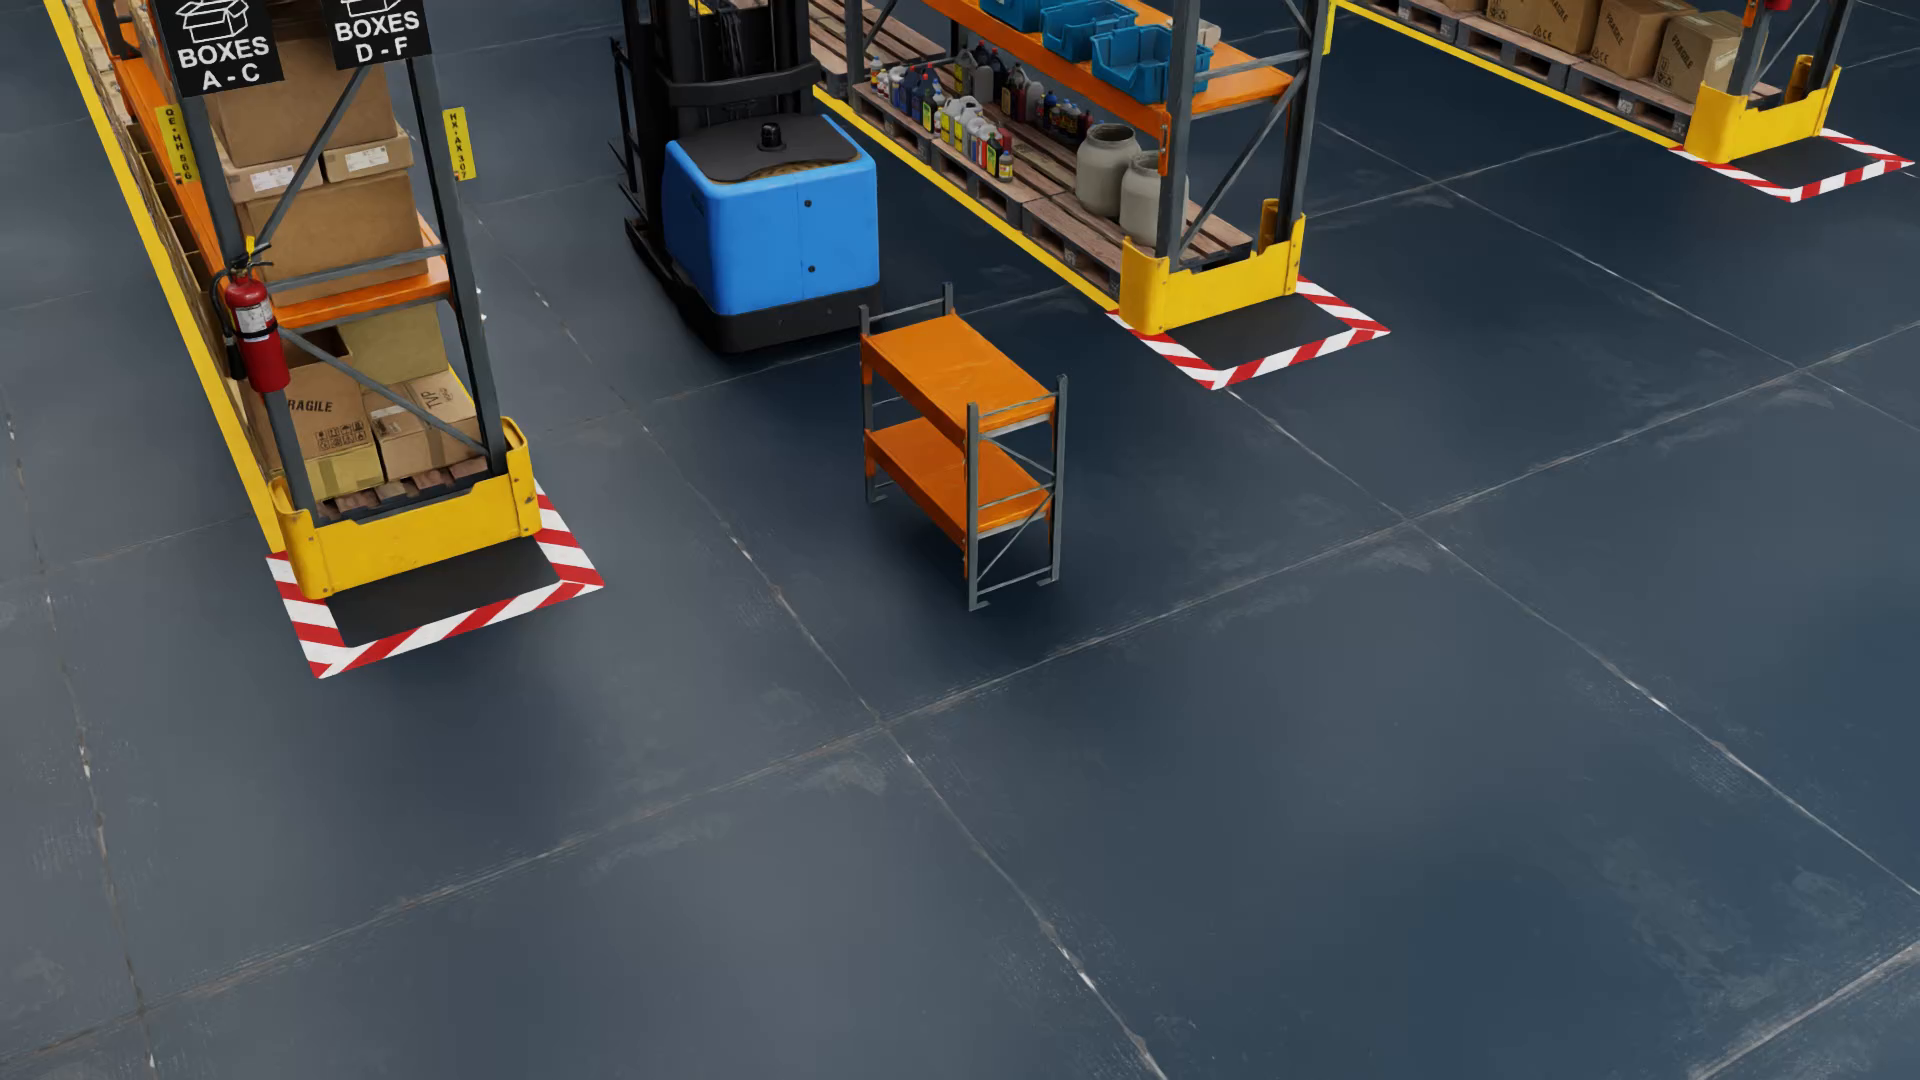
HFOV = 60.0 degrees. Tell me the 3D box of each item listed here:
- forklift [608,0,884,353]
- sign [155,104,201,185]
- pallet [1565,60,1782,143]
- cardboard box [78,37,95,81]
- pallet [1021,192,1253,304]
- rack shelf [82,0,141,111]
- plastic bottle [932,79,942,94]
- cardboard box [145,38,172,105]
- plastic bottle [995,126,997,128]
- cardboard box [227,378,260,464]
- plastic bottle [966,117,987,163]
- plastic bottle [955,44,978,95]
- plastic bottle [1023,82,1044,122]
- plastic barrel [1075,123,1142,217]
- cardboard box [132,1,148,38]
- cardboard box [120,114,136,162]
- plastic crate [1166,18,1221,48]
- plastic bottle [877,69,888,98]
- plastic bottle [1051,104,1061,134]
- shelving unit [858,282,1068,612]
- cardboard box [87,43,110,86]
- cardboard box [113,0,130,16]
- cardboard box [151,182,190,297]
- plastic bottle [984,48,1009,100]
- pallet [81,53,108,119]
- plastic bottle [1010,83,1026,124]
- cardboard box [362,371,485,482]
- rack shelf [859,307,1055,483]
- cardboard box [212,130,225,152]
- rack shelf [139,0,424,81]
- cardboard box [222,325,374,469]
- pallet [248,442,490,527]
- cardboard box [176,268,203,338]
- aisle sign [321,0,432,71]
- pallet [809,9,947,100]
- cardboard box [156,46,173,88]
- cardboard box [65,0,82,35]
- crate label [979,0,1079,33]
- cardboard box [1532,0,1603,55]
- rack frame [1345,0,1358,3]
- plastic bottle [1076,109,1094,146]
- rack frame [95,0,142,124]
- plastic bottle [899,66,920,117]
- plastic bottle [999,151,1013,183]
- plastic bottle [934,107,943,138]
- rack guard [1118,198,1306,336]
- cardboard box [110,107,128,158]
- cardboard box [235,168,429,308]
[{"bbox_3d":[-1.541,-3.122,10.040,1.130,2.935,3.031,-15,39,-20],"label":"forklift"},{"bbox_3d":[-3.151,-1.596,6.710,0.100,0.325,0.005,-19,40,-24],"label":"sign"},{"bbox_3d":[5.476,-3.458,12.805,1.003,0.211,1.213,-19,40,-24],"label":"pallet"},{"bbox_3d":[-6.432,-3.715,12.769,0.500,0.250,0.500,-20,41,-25],"label":"cardboard box"},{"bbox_3d":[1.127,-1.967,10.764,1.003,0.211,1.213,-19,40,-24],"label":"pallet"},{"bbox_3d":[-5.690,-3.956,11.733,1.077,0.370,4.000,-19,40,-24],"label":"rack shelf"},{"bbox_3d":[-0.176,-3.196,12.022,0.097,0.271,0.097,0,36,0],"label":"plastic bottle"},{"bbox_3d":[-4.186,-2.775,9.422,0.700,0.500,0.500,-19,40,-24],"label":"cardboard box"},{"bbox_3d":[0.234,-2.761,11.486,0.097,0.201,0.097,0,36,0],"label":"plastic bottle"},{"bbox_3d":[-3.462,-0.683,8.618,0.500,0.250,0.500,-19,40,-24],"label":"cardboard box"},{"bbox_3d":[0.135,-2.744,11.401,0.152,0.276,0.135,-20,41,-25],"label":"plastic bottle"},{"bbox_3d":[0.048,-3.515,12.392,0.144,0.351,0.185,-19,40,-24],"label":"plastic bottle"},{"bbox_3d":[0.510,-3.181,11.998,0.152,0.276,0.135,-18,40,-23],"label":"plastic bottle"},{"bbox_3d":[0.961,-2.386,10.727,0.421,0.512,0.421,0,36,0],"label":"plastic barrel"},{"bbox_3d":[-4.203,-2.814,8.925,0.380,0.149,0.250,-20,41,-25],"label":"cardboard box"},{"bbox_3d":[-5.136,-2.634,10.813,0.500,0.311,0.500,-19,40,-24],"label":"cardboard box"},{"bbox_3d":[1.438,-3.098,10.172,0.298,0.136,0.250,-19,40,-24],"label":"plastic crate"},{"bbox_3d":[-0.568,-3.396,12.356,0.097,0.201,0.097,0,36,0],"label":"plastic bottle"},{"bbox_3d":[0.696,-2.993,11.805,0.097,0.201,0.097,0,36,0],"label":"plastic bottle"},{"bbox_3d":[-0.003,-0.458,7.923,0.538,1.125,1.048,-19,40,-24],"label":"shelving unit"},{"bbox_3d":[-5.901,-3.410,11.875,0.500,0.311,0.500,-19,40,-24],"label":"cardboard box"},{"bbox_3d":[-5.285,-3.566,10.704,0.396,0.266,0.258,-20,41,-25],"label":"cardboard box"},{"bbox_3d":[-4.220,-1.749,9.441,0.500,0.500,0.500,-19,40,-24],"label":"cardboard box"},{"bbox_3d":[0.269,-3.460,12.316,0.144,0.351,0.185,-21,41,-26],"label":"plastic bottle"},{"bbox_3d":[-6.315,-3.709,13.149,1.003,0.211,1.213,-19,40,-24],"label":"pallet"},{"bbox_3d":[0.418,-3.152,11.952,0.061,0.283,0.133,-19,40,-24],"label":"plastic bottle"},{"bbox_3d":[-2.752,-0.585,8.483,0.500,0.250,0.500,-19,40,-24],"label":"cardboard box"},{"bbox_3d":[-0.003,-0.694,7.750,0.538,0.278,1.000,-19,40,-24],"label":"rack shelf"},{"bbox_3d":[-3.165,-1.761,7.482,0.380,0.149,0.250,-18,40,-23],"label":"cardboard box"},{"bbox_3d":[-3.680,-3.127,8.056,1.077,0.370,4.000,-19,40,-24],"label":"rack shelf"},{"bbox_3d":[-3.202,-0.734,8.051,0.500,0.500,0.500,-19,40,-24],"label":"cardboard box"},{"bbox_3d":[-3.096,-0.438,8.671,1.003,0.211,1.213,-19,40,-24],"label":"pallet"},{"bbox_3d":[-4.220,-1.446,9.662,0.500,0.250,0.500,-19,40,-24],"label":"cardboard box"},{"bbox_3d":[-2.377,-2.294,6.643,0.394,0.787,0.004,-19,40,-24],"label":"aisle sign"},{"bbox_3d":[-0.828,-3.955,13.487,1.003,0.211,1.213,-19,40,-24],"label":"pallet"},{"bbox_3d":[-3.813,-2.418,8.382,0.380,0.149,0.250,-19,40,-25],"label":"cardboard box"},{"bbox_3d":[-6.685,-4.198,12.954,0.500,0.311,0.500,-18,40,-22],"label":"cardboard box"},{"bbox_3d":[0.451,-3.525,10.504,0.502,0.435,0.616,-19,40,-24],"label":"crate label"},{"bbox_3d":[4.965,-4.223,13.253,0.500,0.500,0.500,-15,39,-20],"label":"cardboard box"},{"bbox_3d":[3.882,-6.160,14.141,1.000,3.000,0.127,-19,40,-24],"label":"rack frame"},{"bbox_3d":[0.870,-2.871,11.568,0.061,0.283,0.133,-18,40,-23],"label":"plastic bottle"},{"bbox_3d":[-4.685,-3.227,10.125,1.000,3.000,0.127,-19,40,-24],"label":"rack frame"},{"bbox_3d":[-0.353,-3.266,12.051,0.144,0.351,0.185,-18,40,-23],"label":"plastic bottle"},{"bbox_3d":[0.308,-2.507,11.139,0.097,0.201,0.097,0,36,0],"label":"plastic bottle"},{"bbox_3d":[-0.137,-2.958,11.756,0.097,0.201,0.097,0,36,0],"label":"plastic bottle"},{"bbox_3d":[1.531,-1.668,10.110,1.175,0.500,0.348,-19,40,-24],"label":"rack guard"},{"bbox_3d":[-5.654,-2.931,11.695,0.500,0.250,0.500,-18,40,-23],"label":"cardboard box"},{"bbox_3d":[-2.899,-1.469,7.633,0.700,0.500,0.500,-19,40,-24],"label":"cardboard box"}]
